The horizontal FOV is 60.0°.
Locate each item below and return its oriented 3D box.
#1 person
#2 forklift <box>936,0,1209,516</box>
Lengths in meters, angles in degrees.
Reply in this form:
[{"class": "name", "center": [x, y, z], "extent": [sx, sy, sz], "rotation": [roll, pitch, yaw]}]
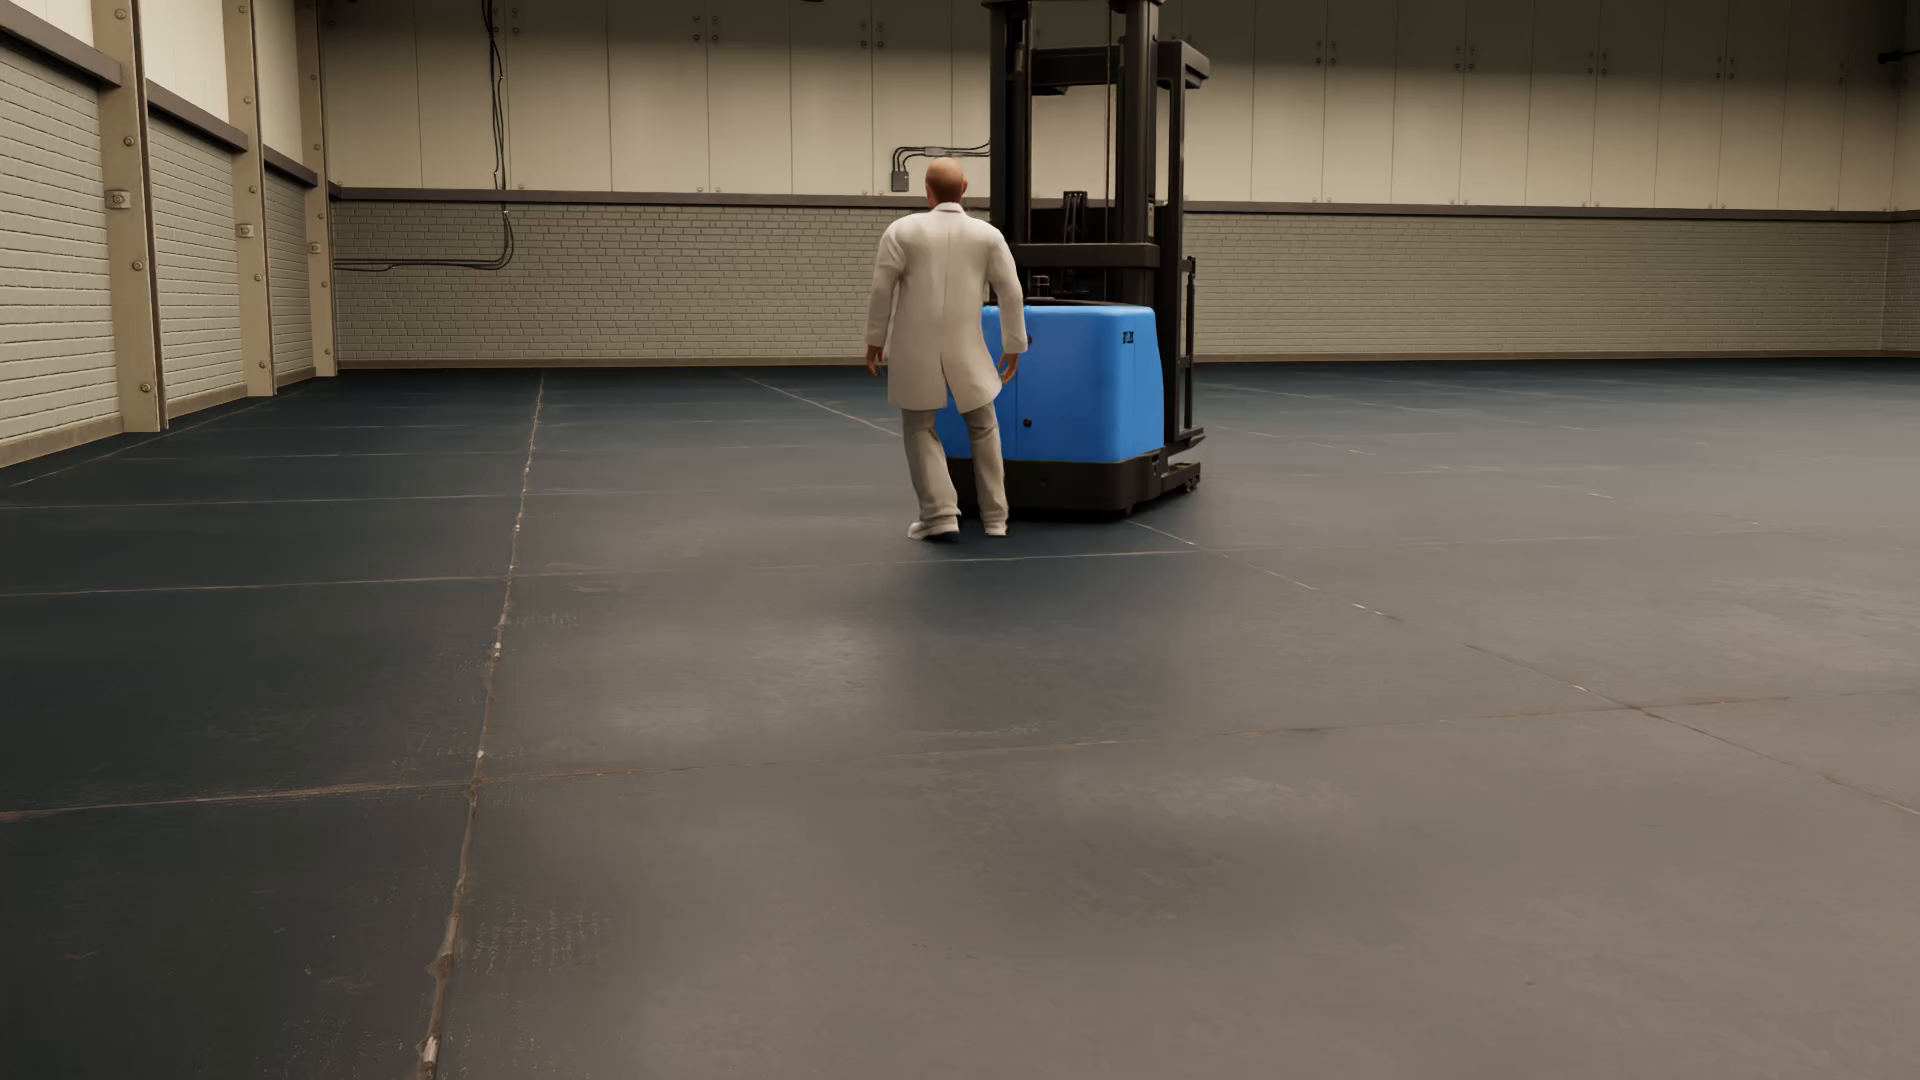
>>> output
[{"class": "person", "center": [-0.075, -0.874, 7.763], "extent": [0.767, 1.754, 0.609], "rotation": [-1, 8, -8]}, {"class": "forklift", "center": [0.791, -1.740, 9.565], "extent": [1.130, 2.935, 3.031], "rotation": [3, 8, 20]}]
